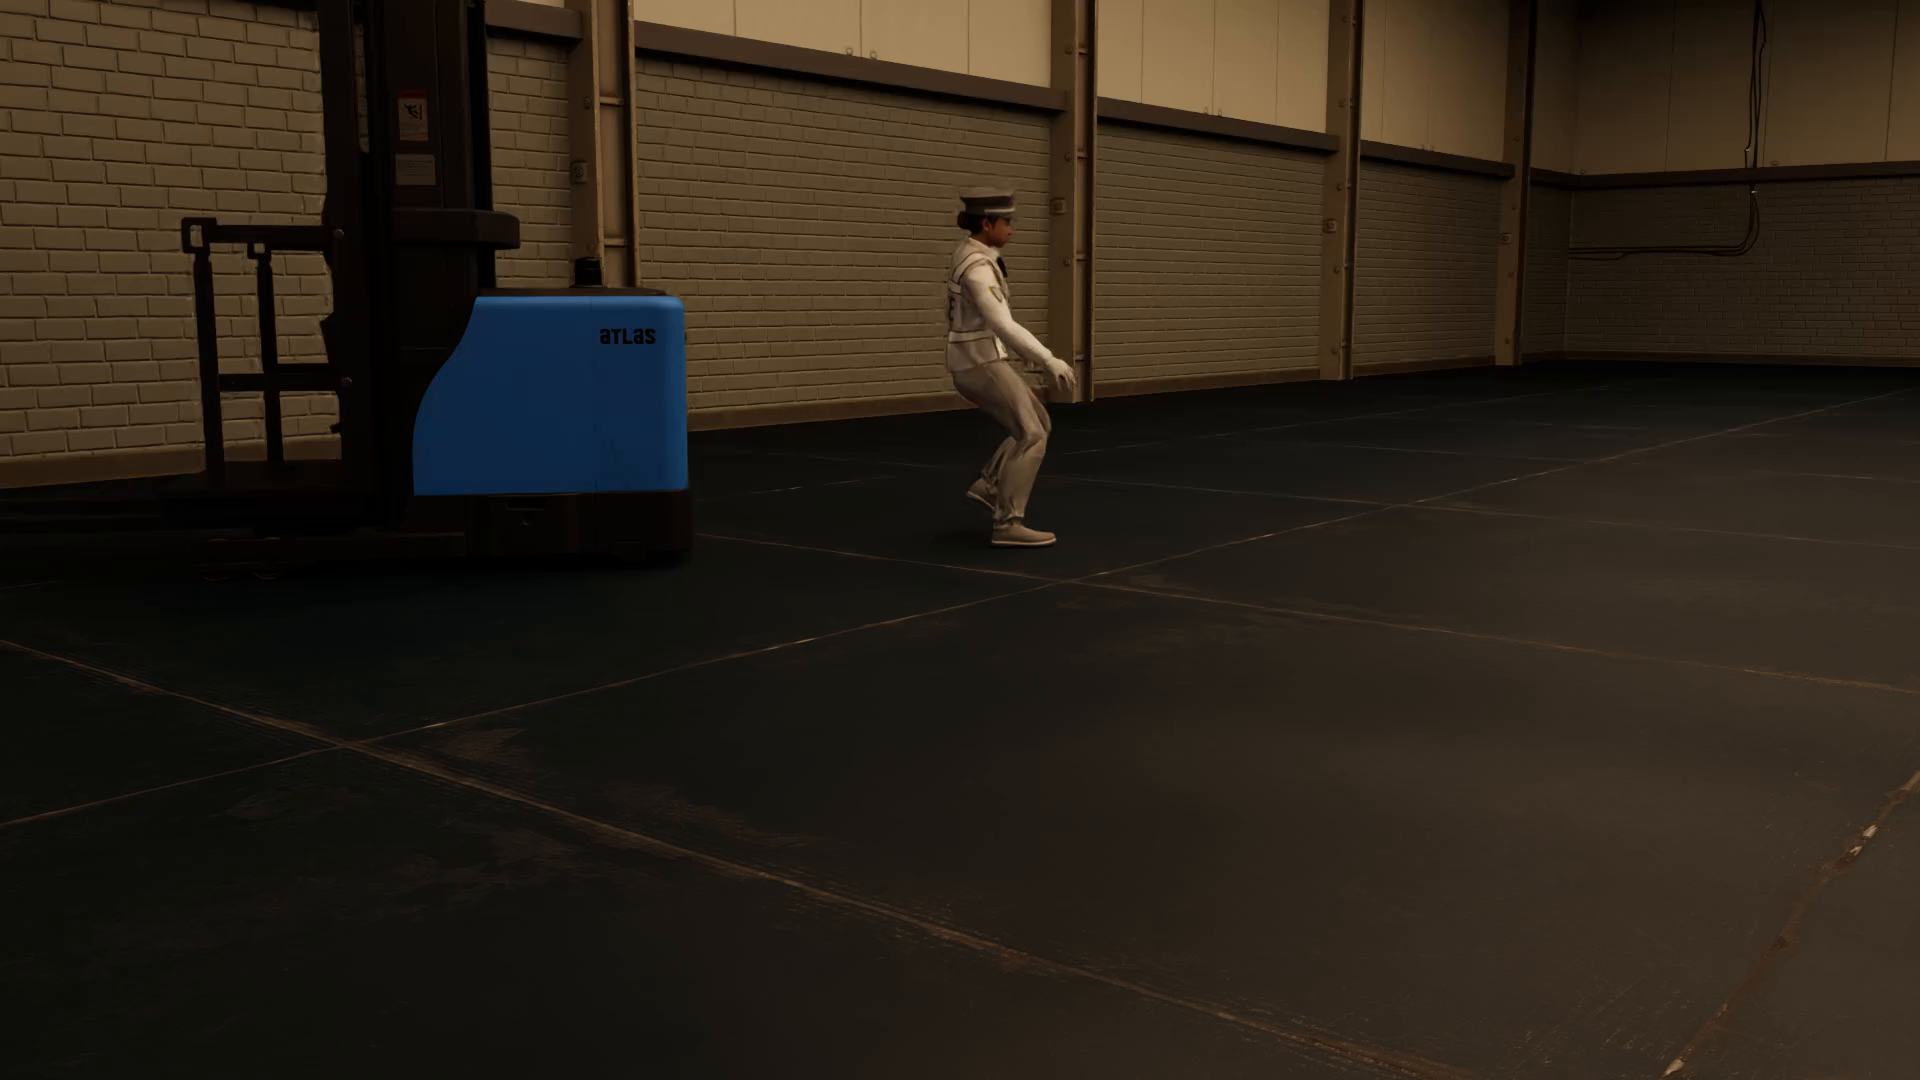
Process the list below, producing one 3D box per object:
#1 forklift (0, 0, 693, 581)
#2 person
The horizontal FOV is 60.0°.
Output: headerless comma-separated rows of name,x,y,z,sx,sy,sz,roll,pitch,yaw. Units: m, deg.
forklift,-2.647,-1.376,6.682,3.031,2.935,1.130,-1,8,-10
person,0.211,-0.772,7.337,0.555,1.538,0.716,0,8,-1
